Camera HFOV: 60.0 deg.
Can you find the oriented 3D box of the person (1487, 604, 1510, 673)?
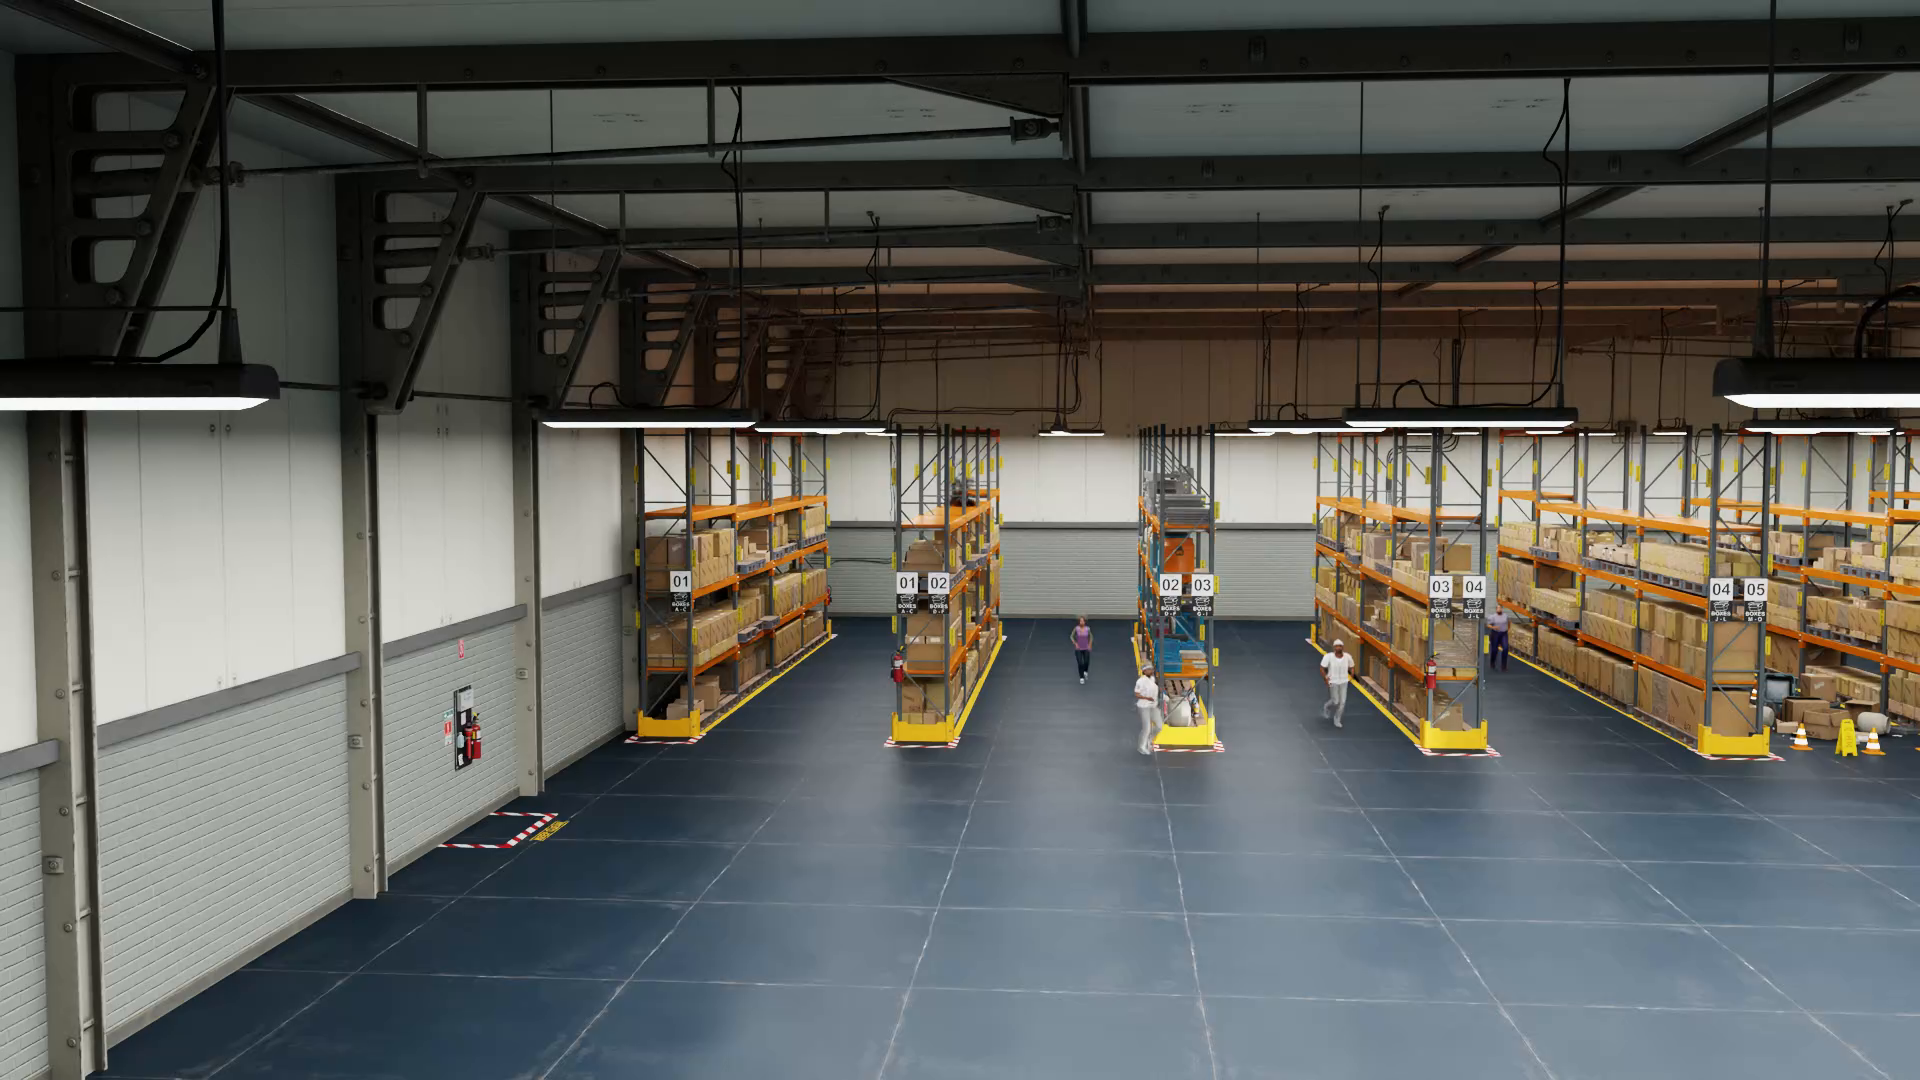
[{"bbox_3d":[13.299,2.405,41.026,0.607,1.666,0.814,0,4,7],"label":"person"}]

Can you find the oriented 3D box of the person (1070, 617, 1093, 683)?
[{"bbox_3d":[2.846,2.574,38.939,0.543,1.567,0.530,0,3,0],"label":"person"}]

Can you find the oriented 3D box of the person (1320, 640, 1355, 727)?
[{"bbox_3d":[7.557,2.844,33.214,0.691,1.734,0.632,0,3,-2],"label":"person"}]

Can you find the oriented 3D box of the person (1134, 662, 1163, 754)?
[{"bbox_3d":[3.463,3.054,30.228,0.582,1.693,0.521,-3,4,-38],"label":"person"}]
